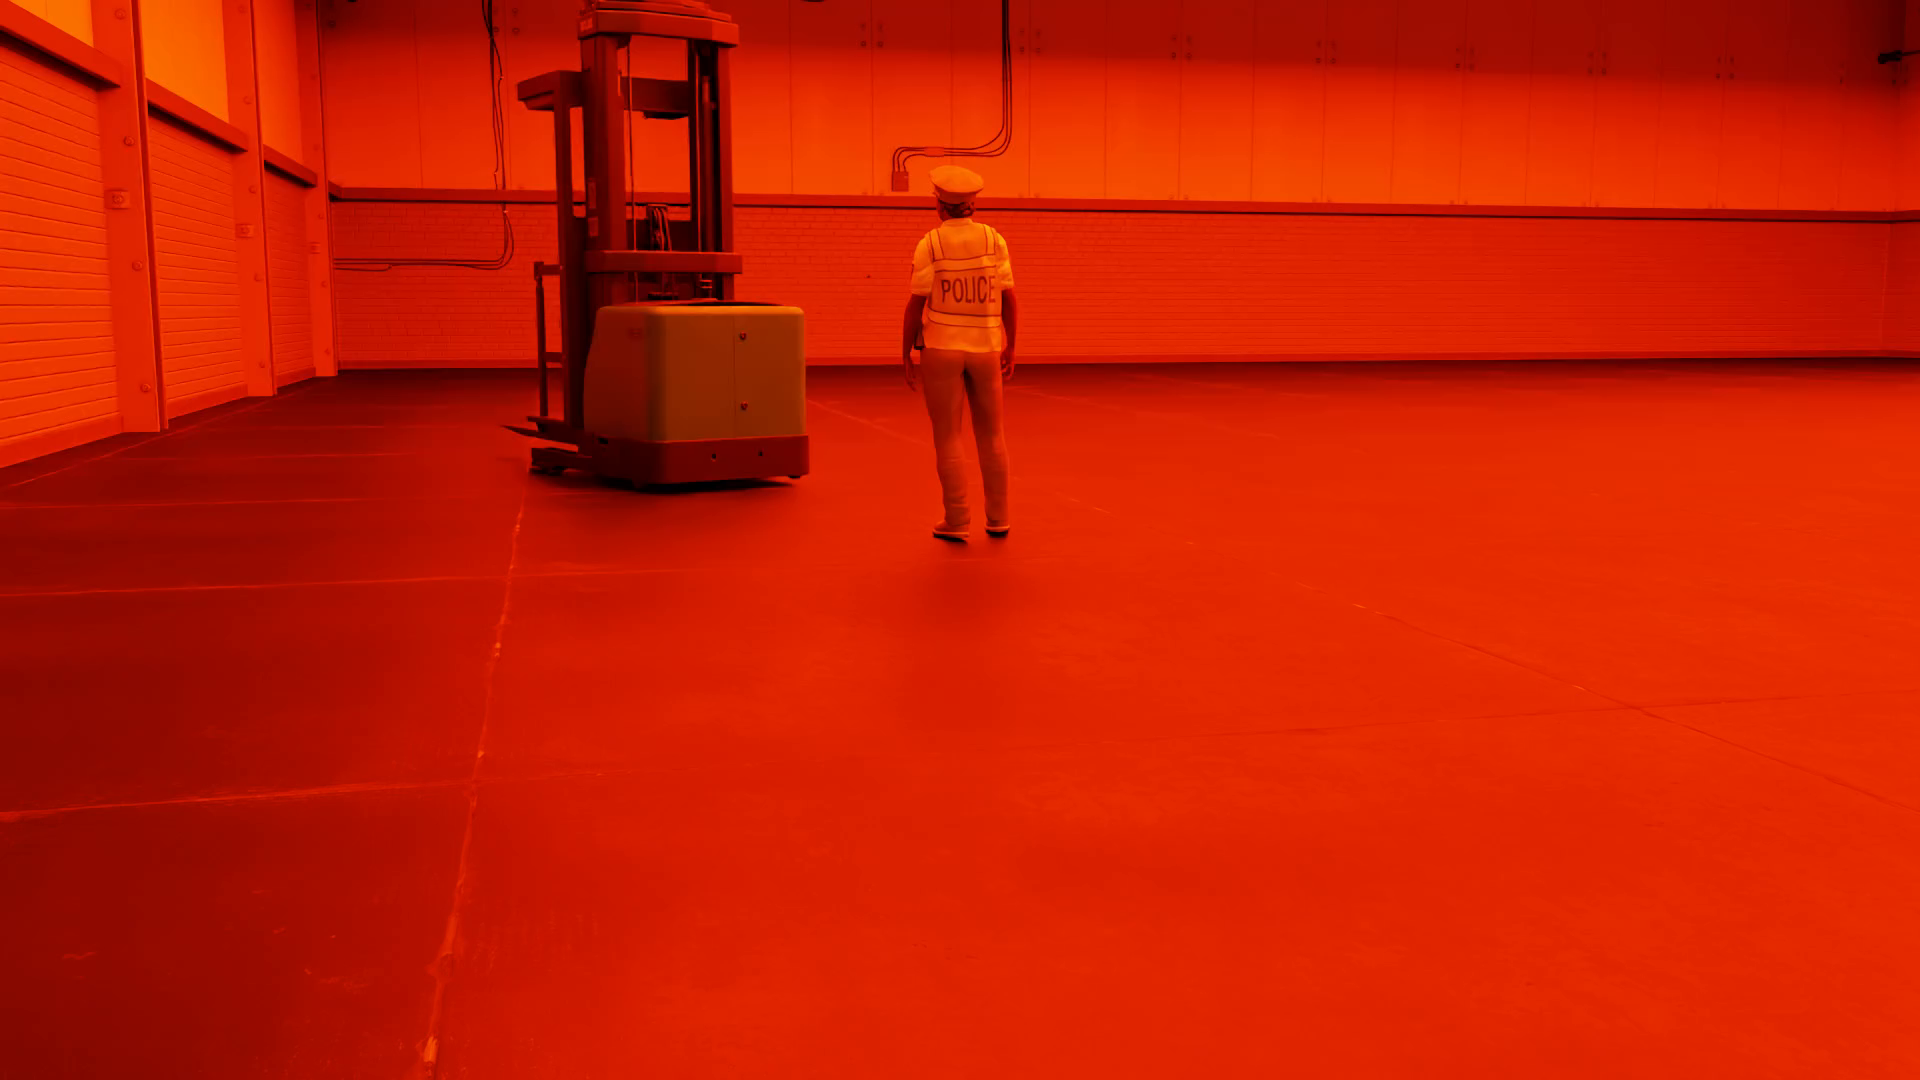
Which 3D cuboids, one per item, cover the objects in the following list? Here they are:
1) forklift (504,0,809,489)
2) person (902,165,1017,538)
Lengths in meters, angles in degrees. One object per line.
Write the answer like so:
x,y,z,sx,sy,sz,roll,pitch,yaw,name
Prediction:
-2.156,-1.908,10.761,1.130,2.935,3.031,-5,10,-34,forklift
0.002,-0.857,7.666,0.568,1.697,0.528,-2,8,-13,person
